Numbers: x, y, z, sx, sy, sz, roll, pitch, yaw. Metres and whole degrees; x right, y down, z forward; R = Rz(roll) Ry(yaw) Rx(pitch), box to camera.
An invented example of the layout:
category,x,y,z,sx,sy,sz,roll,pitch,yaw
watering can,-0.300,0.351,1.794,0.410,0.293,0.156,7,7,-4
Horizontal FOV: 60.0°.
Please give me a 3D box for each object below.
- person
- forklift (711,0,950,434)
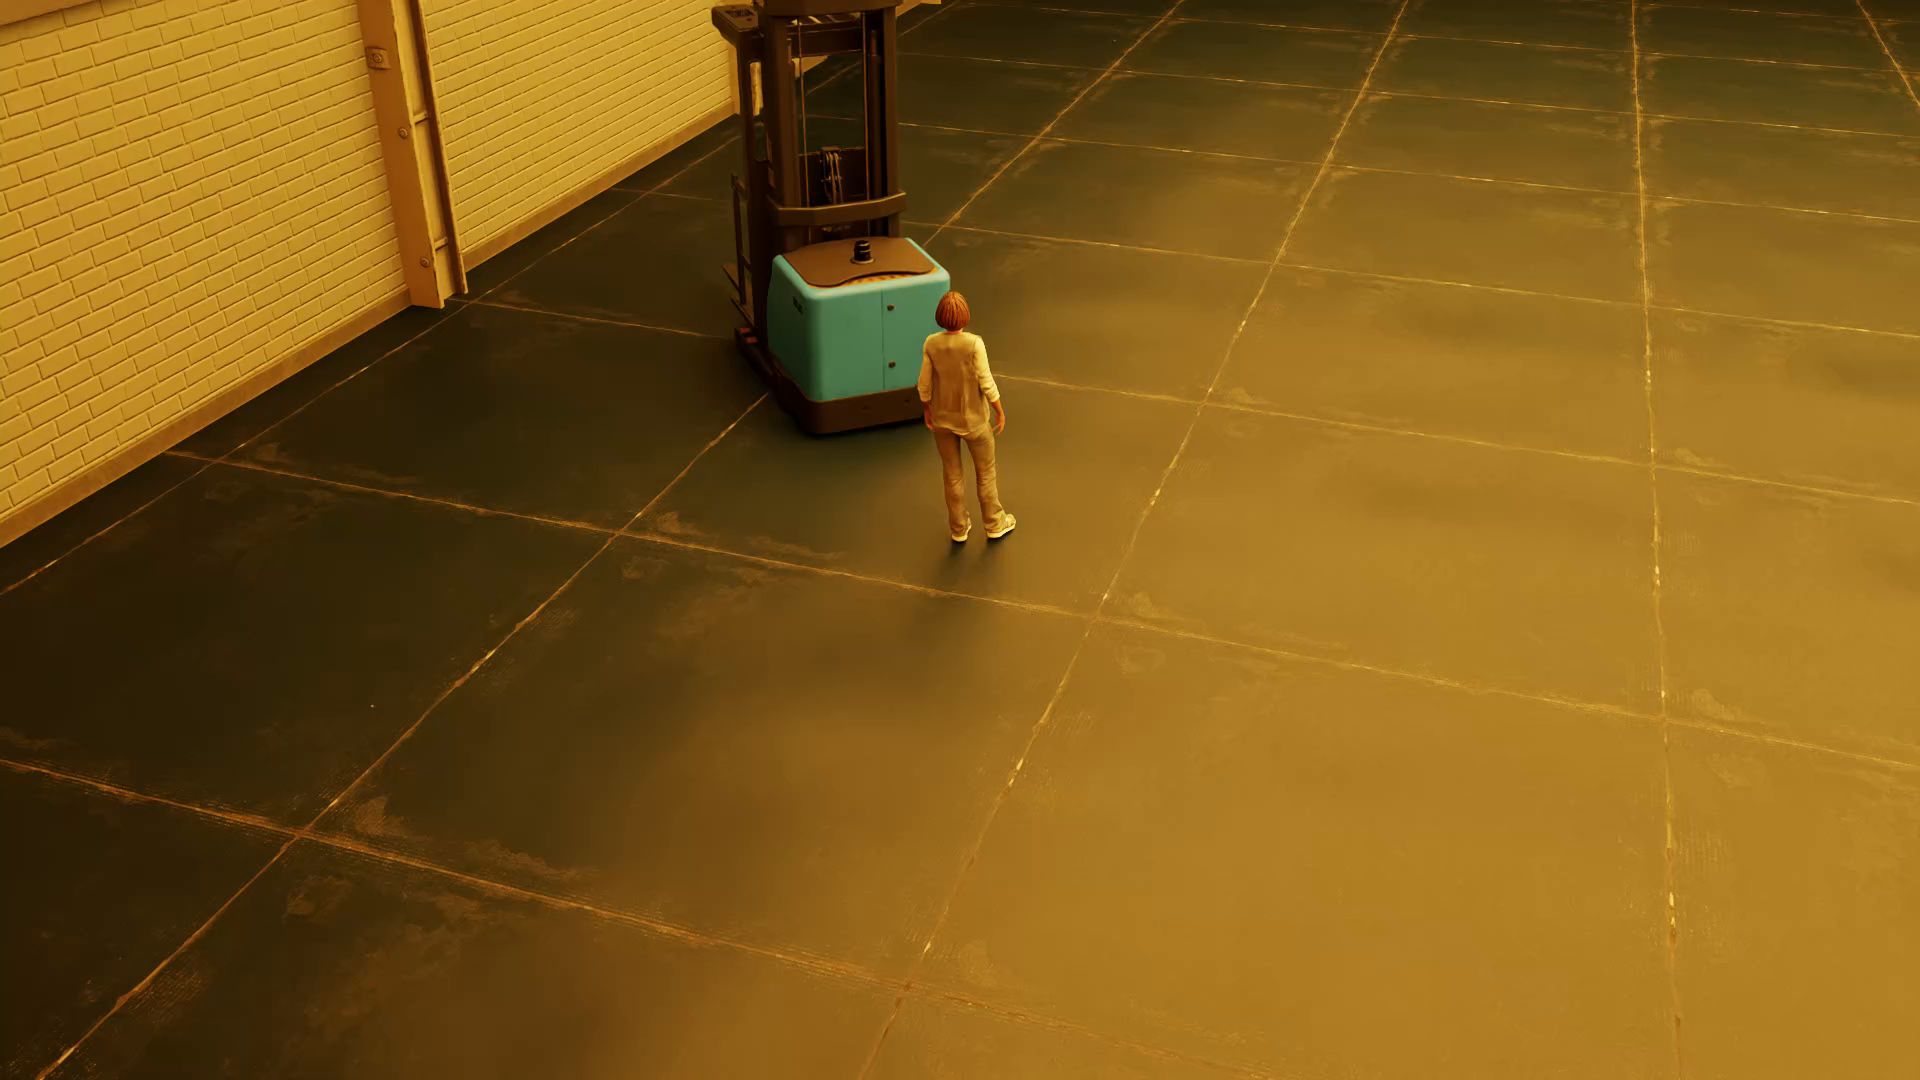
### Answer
category,x,y,z,sx,sy,sz,roll,pitch,yaw
person,0.037,-0.726,9.757,0.521,1.582,0.475,10,31,16
forklift,-1.067,-2.701,11.875,1.130,2.935,3.031,-11,32,-19
